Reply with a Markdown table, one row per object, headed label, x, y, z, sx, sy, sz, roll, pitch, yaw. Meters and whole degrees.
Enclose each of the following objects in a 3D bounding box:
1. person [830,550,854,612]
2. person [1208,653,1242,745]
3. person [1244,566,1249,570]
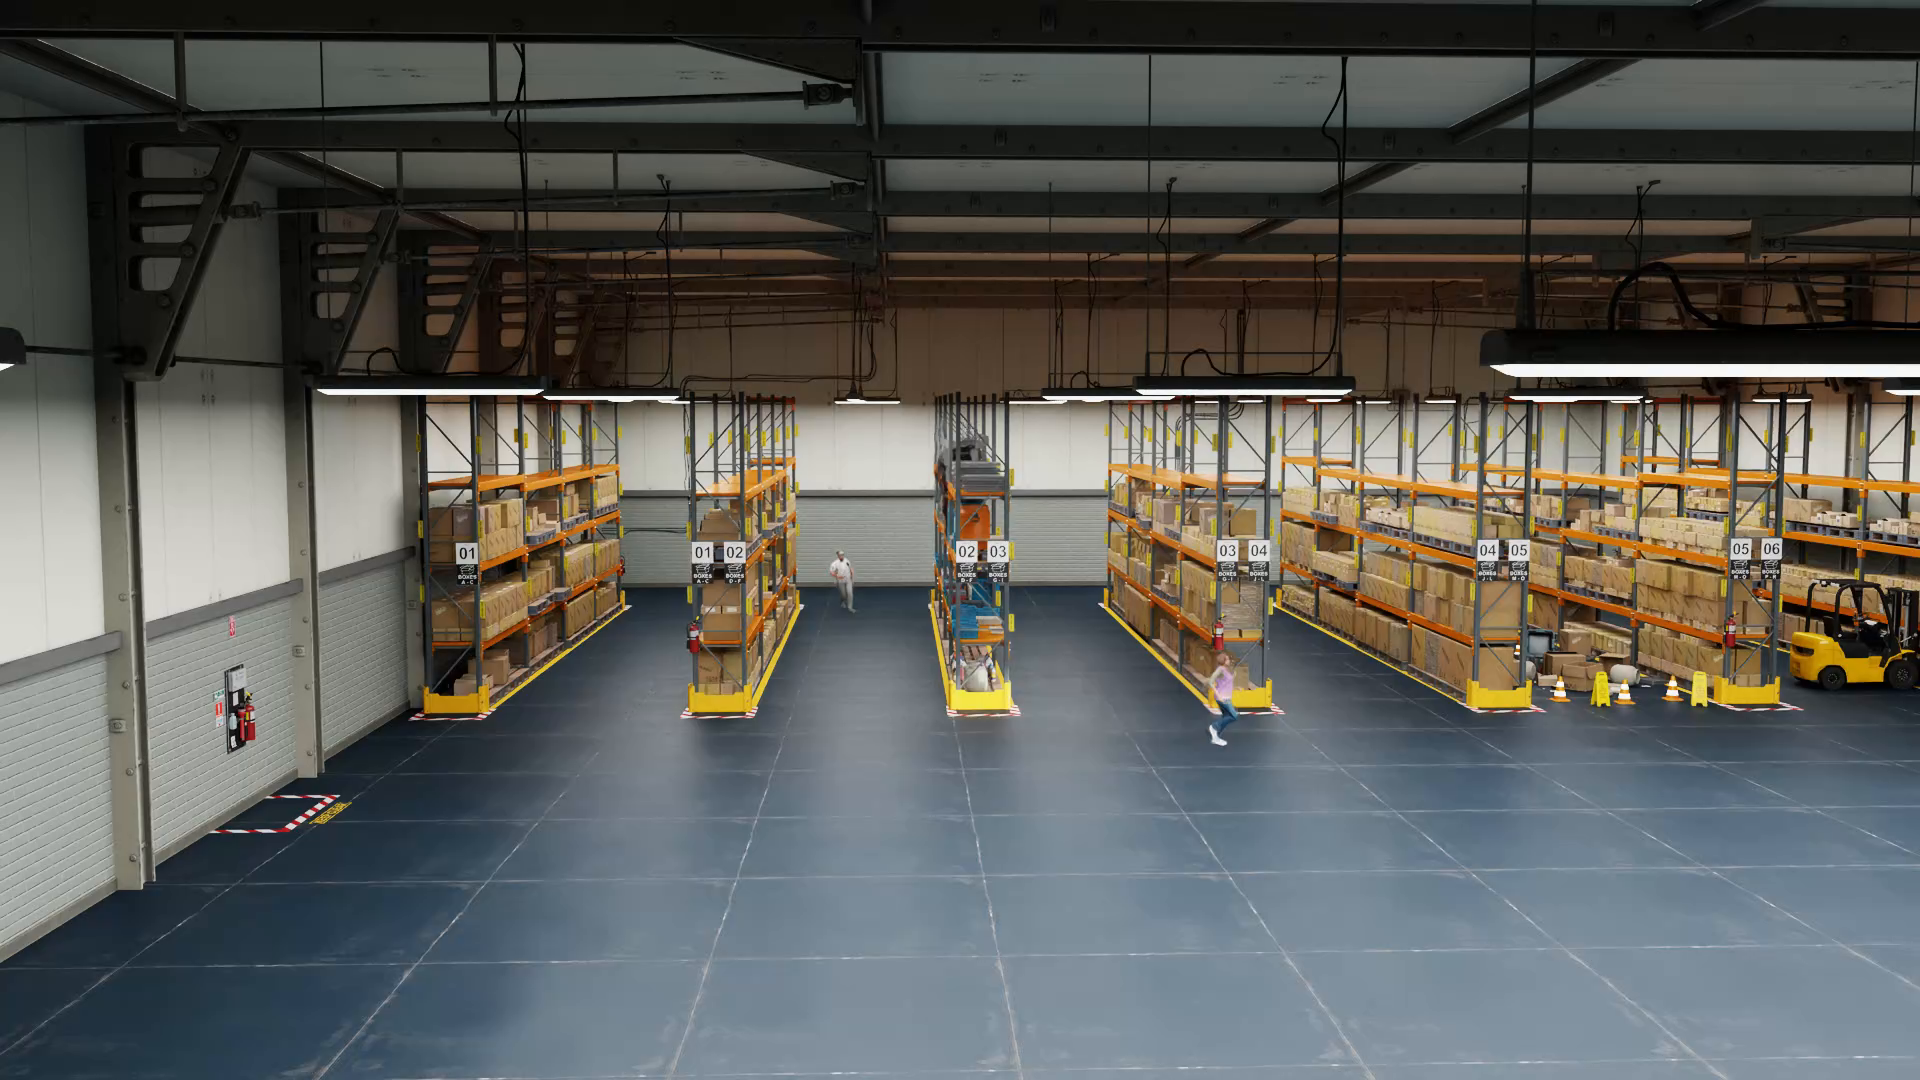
| label | x | y | z | sx | sy | sz | roll | pitch | yaw |
| --- | --- | --- | --- | --- | --- | --- | --- | --- | --- |
| person | -3.299 | 1.138 | 46.612 | 0.705 | 1.742 | 0.752 | -2 | 5 | -24 |
| person | 4.489 | 2.693 | 28.076 | 0.541 | 1.560 | 0.515 | 2 | 5 | 23 |
| person | 8.024 | 1.224 | 45.471 | 0.668 | 1.725 | 0.582 | 0 | 5 | -3 |
